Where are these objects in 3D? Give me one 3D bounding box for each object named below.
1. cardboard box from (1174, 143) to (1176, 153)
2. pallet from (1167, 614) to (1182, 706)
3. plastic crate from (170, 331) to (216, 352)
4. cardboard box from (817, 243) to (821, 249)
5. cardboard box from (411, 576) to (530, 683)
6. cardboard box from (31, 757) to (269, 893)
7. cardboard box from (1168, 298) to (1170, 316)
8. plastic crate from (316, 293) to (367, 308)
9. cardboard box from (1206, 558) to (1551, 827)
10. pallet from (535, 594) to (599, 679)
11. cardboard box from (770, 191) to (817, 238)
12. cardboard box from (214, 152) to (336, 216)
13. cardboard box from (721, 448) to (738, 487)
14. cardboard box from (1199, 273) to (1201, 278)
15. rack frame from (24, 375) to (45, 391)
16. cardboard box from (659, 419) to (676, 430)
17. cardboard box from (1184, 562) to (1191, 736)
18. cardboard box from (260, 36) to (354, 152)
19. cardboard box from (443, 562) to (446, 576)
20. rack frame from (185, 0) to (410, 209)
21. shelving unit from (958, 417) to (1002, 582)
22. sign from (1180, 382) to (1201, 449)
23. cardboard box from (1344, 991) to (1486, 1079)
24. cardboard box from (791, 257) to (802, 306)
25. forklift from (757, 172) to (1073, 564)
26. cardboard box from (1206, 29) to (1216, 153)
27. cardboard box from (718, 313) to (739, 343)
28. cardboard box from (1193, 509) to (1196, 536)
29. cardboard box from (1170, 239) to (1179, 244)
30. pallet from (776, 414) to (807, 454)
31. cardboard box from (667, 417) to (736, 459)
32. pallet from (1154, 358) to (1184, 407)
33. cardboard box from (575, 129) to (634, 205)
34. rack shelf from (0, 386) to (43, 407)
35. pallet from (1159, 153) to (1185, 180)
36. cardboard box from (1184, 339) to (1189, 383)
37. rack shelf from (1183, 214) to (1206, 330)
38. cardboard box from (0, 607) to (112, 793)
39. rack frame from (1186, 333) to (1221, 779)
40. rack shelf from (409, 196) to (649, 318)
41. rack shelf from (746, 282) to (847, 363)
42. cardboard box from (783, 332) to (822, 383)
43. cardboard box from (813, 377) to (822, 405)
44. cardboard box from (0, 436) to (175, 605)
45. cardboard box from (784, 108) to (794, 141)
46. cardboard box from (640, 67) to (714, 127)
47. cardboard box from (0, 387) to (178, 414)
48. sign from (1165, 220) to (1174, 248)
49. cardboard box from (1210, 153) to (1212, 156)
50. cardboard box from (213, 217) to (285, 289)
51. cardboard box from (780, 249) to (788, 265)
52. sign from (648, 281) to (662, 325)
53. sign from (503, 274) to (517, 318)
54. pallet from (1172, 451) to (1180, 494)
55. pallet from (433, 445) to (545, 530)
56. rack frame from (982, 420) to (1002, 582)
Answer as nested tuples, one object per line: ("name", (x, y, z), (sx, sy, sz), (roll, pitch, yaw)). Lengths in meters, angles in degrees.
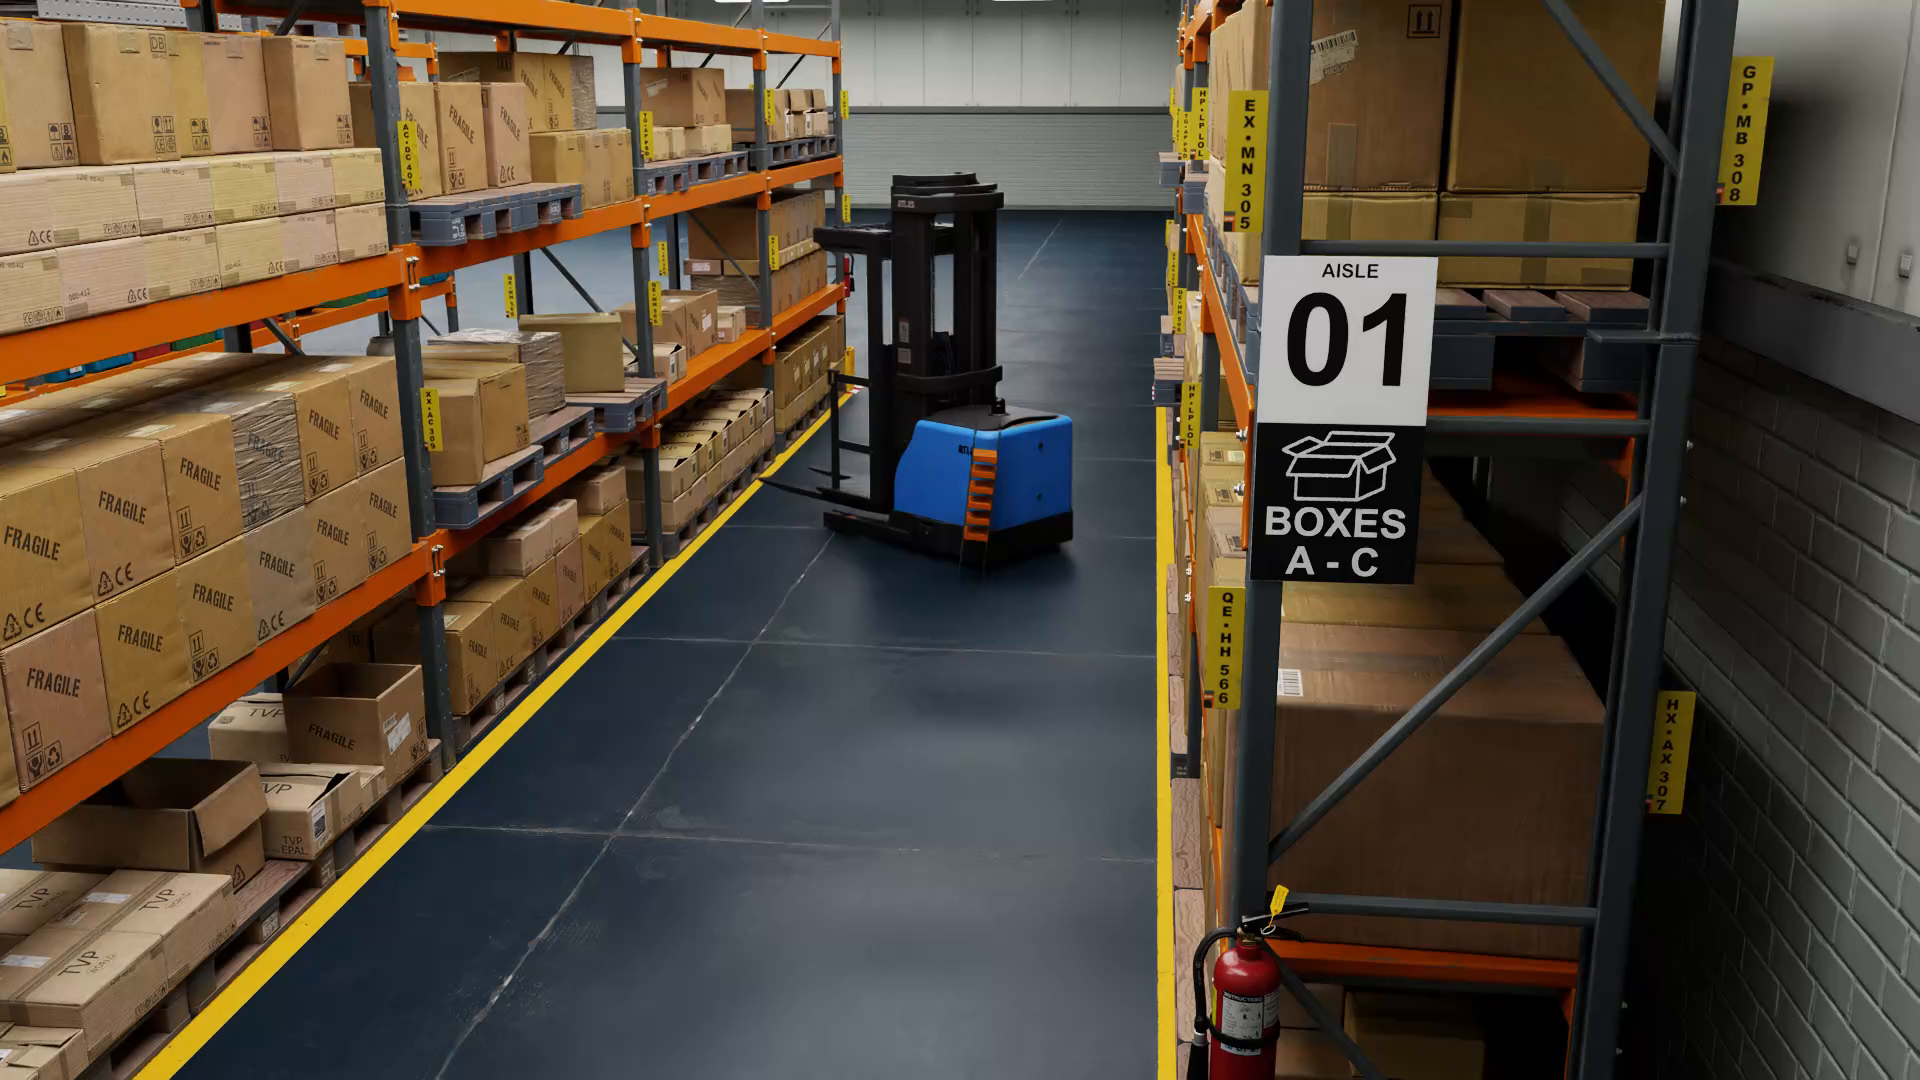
("cardboard box", (2.581, -4.335, 17.970), (0.500, 0.500, 0.500), (2, 15, 9))
("pallet", (1.811, 0.758, 10.456), (1.003, 0.211, 1.213), (2, 15, 6))
("plastic crate", (-7.193, -1.873, 15.249), (0.450, 0.188, 0.662), (2, 15, 6))
("cardboard box", (-1.815, -3.449, 19.235), (0.380, 0.149, 0.250), (1, 15, 5))
("cardboard box", (-2.913, 0.524, 9.925), (0.500, 0.500, 0.500), (2, 15, 7))
("cardboard box", (-3.465, 1.266, 7.172), (0.797, 0.503, 0.637), (2, 15, 6))
("cardboard box", (2.425, -2.473, 17.309), (0.500, 0.250, 0.500), (2, 15, 6))
("plastic crate", (-6.843, -2.677, 18.222), (0.450, 0.188, 0.662), (2, 15, 6))
("cardboard box", (1.331, 0.502, 5.484), (0.980, 0.700, 0.700), (2, 15, 6))
("pallet", (-3.069, 0.603, 11.028), (1.003, 0.211, 1.213), (2, 15, 6))
("cardboard box", (-2.030, -3.730, 19.032), (0.700, 0.500, 0.500), (1, 15, 5))
("cardboard box", (-3.103, -1.567, 7.294), (0.500, 0.250, 0.500), (2, 15, 6))
("cardboard box", (-2.289, -0.652, 14.791), (0.500, 0.250, 0.500), (2, 15, 7))
("cardboard box", (2.405, -2.129, 14.753), (0.700, 0.500, 0.500), (3, 15, 12))
("rack frame", (-7.728, -1.398, 13.086), (1.000, 3.000, 0.127), (2, 15, 6))
("cardboard box", (-2.822, -0.936, 14.766), (0.500, 0.311, 0.500), (2, 15, 8))
("cardboard box", (1.608, 0.594, 9.034), (0.750, 0.750, 0.750), (2, 15, 7))
("cardboard box", (-3.275, -2.065, 7.701), (0.700, 0.500, 0.500), (2, 15, 6))
("cardboard box", (-3.366, 0.386, 10.434), (0.500, 0.500, 0.500), (2, 15, 7))
("rack frame", (-3.258, -3.110, 7.923), (1.000, 3.000, 0.127), (2, 15, 6))
("shelving unit", (0.147, -0.302, 12.452), (0.189, 1.200, 0.258), (6, 15, -2))
("sign", (1.124, -0.603, 8.079), (0.100, 0.325, 0.005), (2, 15, 6))
("cardboard box", (1.377, 1.513, 5.061), (0.380, 0.149, 0.250), (2, 15, 7))
("cardboard box", (-2.142, -2.852, 18.272), (0.700, 0.500, 0.500), (2, 15, 8))
("forklift", (-0.499, -1.538, 13.737), (3.031, 2.935, 1.130), (14, 21, 42))
("cardboard box", (1.305, -1.881, 6.979), (0.500, 0.500, 0.500), (2, 15, 6))
("cardboard box", (-2.272, -1.990, 15.534), (0.396, 0.266, 0.258), (1, 15, 5))
("cardboard box", (1.426, -0.119, 8.800), (0.380, 0.149, 0.250), (2, 15, 7))
("cardboard box", (2.431, -2.835, 17.211), (0.500, 0.500, 0.500), (1, 15, 5))
("pallet", (-2.224, -1.148, 17.502), (1.003, 0.211, 1.213), (2, 15, 6))
("cardboard box", (-2.288, -0.927, 14.731), (0.500, 0.311, 0.500), (2, 15, 6))
("pallet", (2.090, -1.202, 12.727), (1.213, 0.211, 1.003), (2, 15, 6))
("cardboard box", (-2.823, -2.633, 11.716), (0.910, 0.500, 0.500), (2, 15, 6))
("rack shelf", (-7.954, -0.532, 11.262), (1.077, 0.370, 4.000), (2, 15, 6))
("pallet", (2.391, -3.344, 14.896), (1.213, 0.211, 1.003), (2, 15, 6))
("cardboard box", (1.738, -1.054, 11.013), (0.500, 0.500, 0.500), (2, 15, 8))
("rack shelf", (1.890, -1.688, 9.791), (1.077, 0.370, 4.000), (2, 15, 6))
("cardboard box", (-3.345, 0.534, 5.749), (0.500, 0.500, 0.500), (2, 15, 6))
("rack frame", (1.664, -0.069, 8.170), (1.000, 3.000, 0.127), (2, 15, 6))
("rack shelf", (-3.033, -1.833, 10.327), (1.077, 0.370, 4.000), (2, 15, 6))
("rack shelf", (-2.130, -2.460, 18.392), (1.077, 0.370, 4.000), (2, 15, 6))
("cardboard box", (-1.825, -2.026, 18.435), (0.500, 0.500, 0.500), (2, 15, 6))
("cardboard box", (-1.829, -1.664, 18.534), (0.500, 0.250, 0.500), (2, 15, 6))
("cardboard box", (-3.285, -0.080, 6.104), (0.500, 0.500, 0.500), (2, 15, 7))
("cardboard box", (-1.976, -4.227, 16.899), (0.500, 0.311, 0.500), (1, 15, 3))
("cardboard box", (-2.506, -3.922, 14.719), (0.500, 0.500, 0.500), (3, 15, 12))
("cardboard box", (-3.707, -0.364, 7.153), (0.500, 0.500, 0.500), (1, 15, 5))
("sign", (2.479, -3.615, 19.626), (0.100, 0.325, 0.005), (2, 15, 6))
("cardboard box", (1.324, -1.524, 7.096), (0.500, 0.250, 0.500), (2, 15, 6))
("cardboard box", (-3.164, -1.196, 6.880), (0.500, 0.250, 0.500), (2, 15, 6))
("cardboard box", (-2.019, -2.979, 17.498), (0.380, 0.149, 0.250), (1, 15, 4))
("sign", (-2.267, -1.758, 12.352), (0.100, 0.325, 0.005), (2, 15, 6))
("sign", (-3.359, -1.826, 12.449), (0.100, 0.325, 0.005), (2, 15, 6))
("pallet", (2.480, -0.596, 15.461), (1.003, 0.211, 1.213), (2, 15, 6))
("pallet", (-3.060, -0.325, 9.486), (1.003, 0.211, 1.213), (2, 15, 6))
("rack frame", (0.238, -0.292, 12.455), (0.006, 1.200, 0.240), (6, 15, -2))
